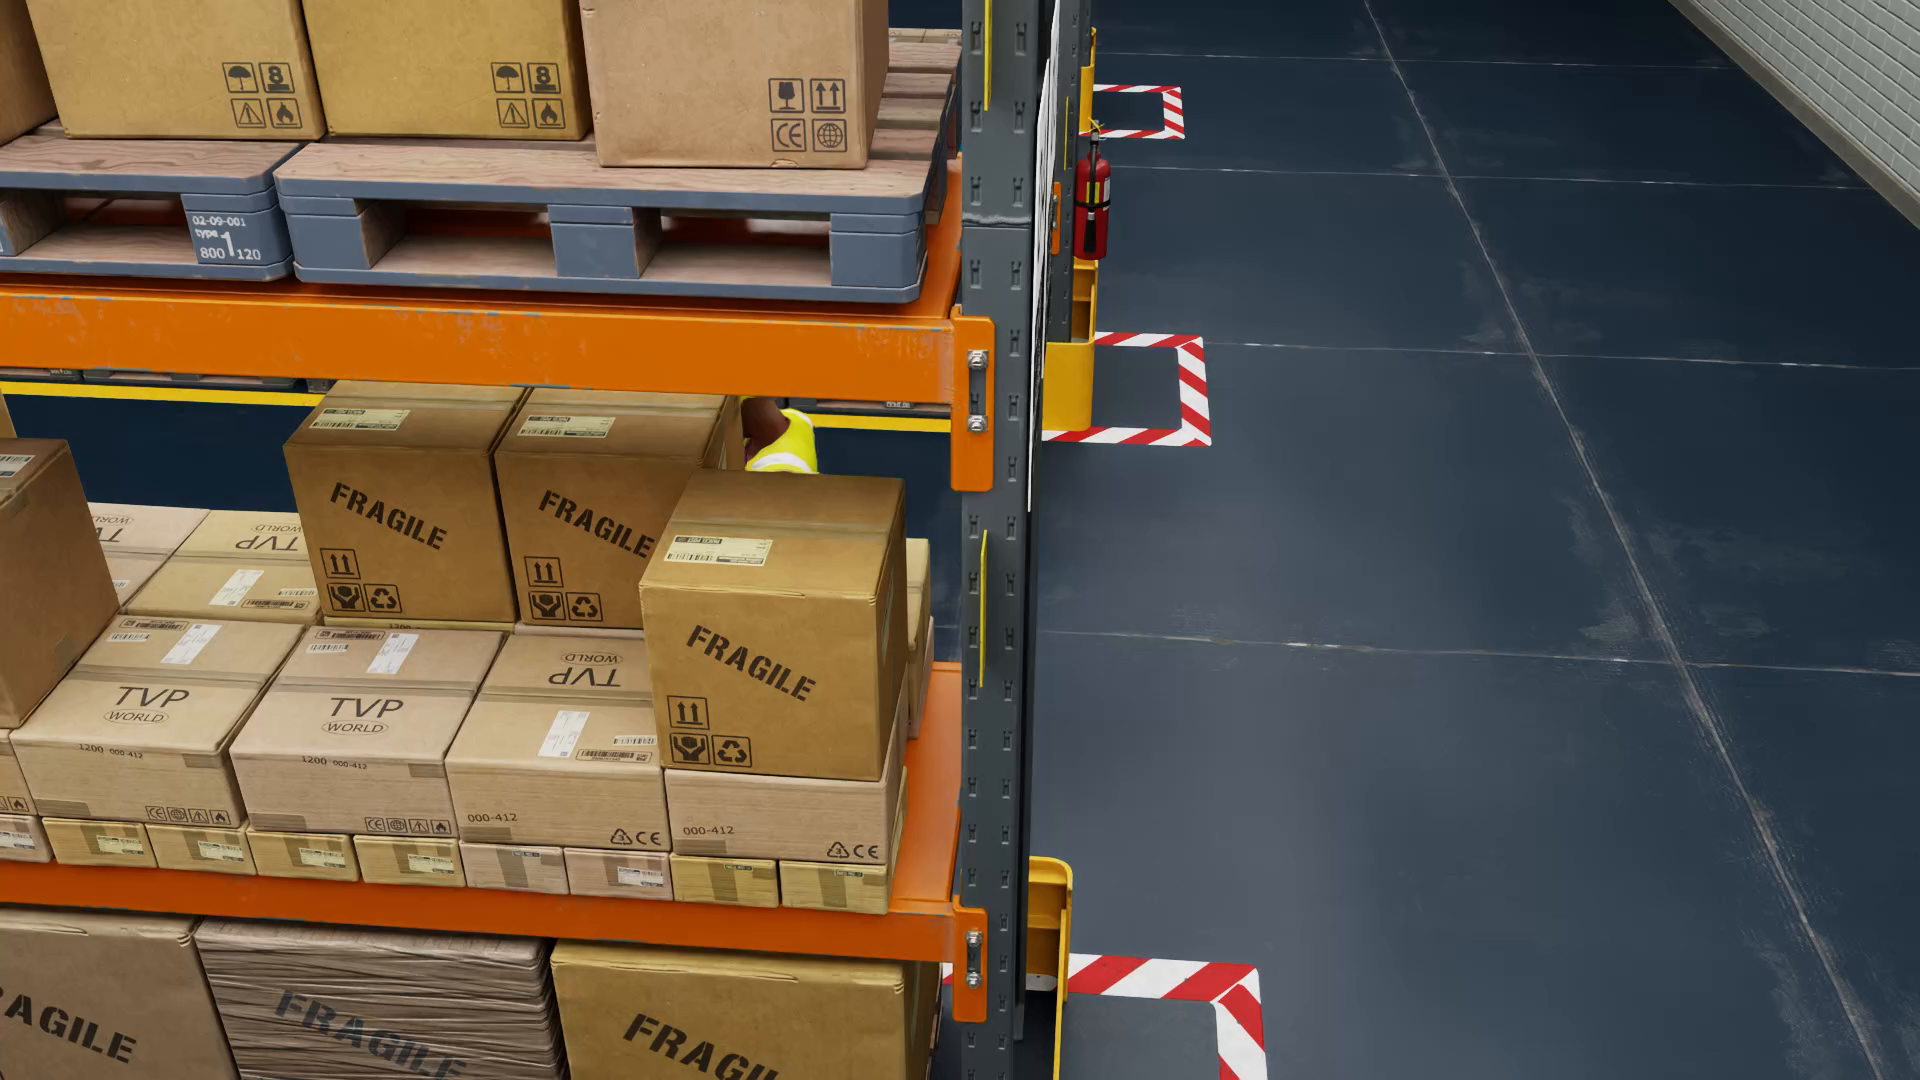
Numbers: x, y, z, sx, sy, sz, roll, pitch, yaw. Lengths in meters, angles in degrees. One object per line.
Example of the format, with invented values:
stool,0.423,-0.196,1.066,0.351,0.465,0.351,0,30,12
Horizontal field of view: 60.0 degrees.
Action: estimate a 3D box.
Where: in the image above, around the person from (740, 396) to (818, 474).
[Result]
person,-0.644,0.169,5.821,0.464,1.758,0.661,-5,32,-8
